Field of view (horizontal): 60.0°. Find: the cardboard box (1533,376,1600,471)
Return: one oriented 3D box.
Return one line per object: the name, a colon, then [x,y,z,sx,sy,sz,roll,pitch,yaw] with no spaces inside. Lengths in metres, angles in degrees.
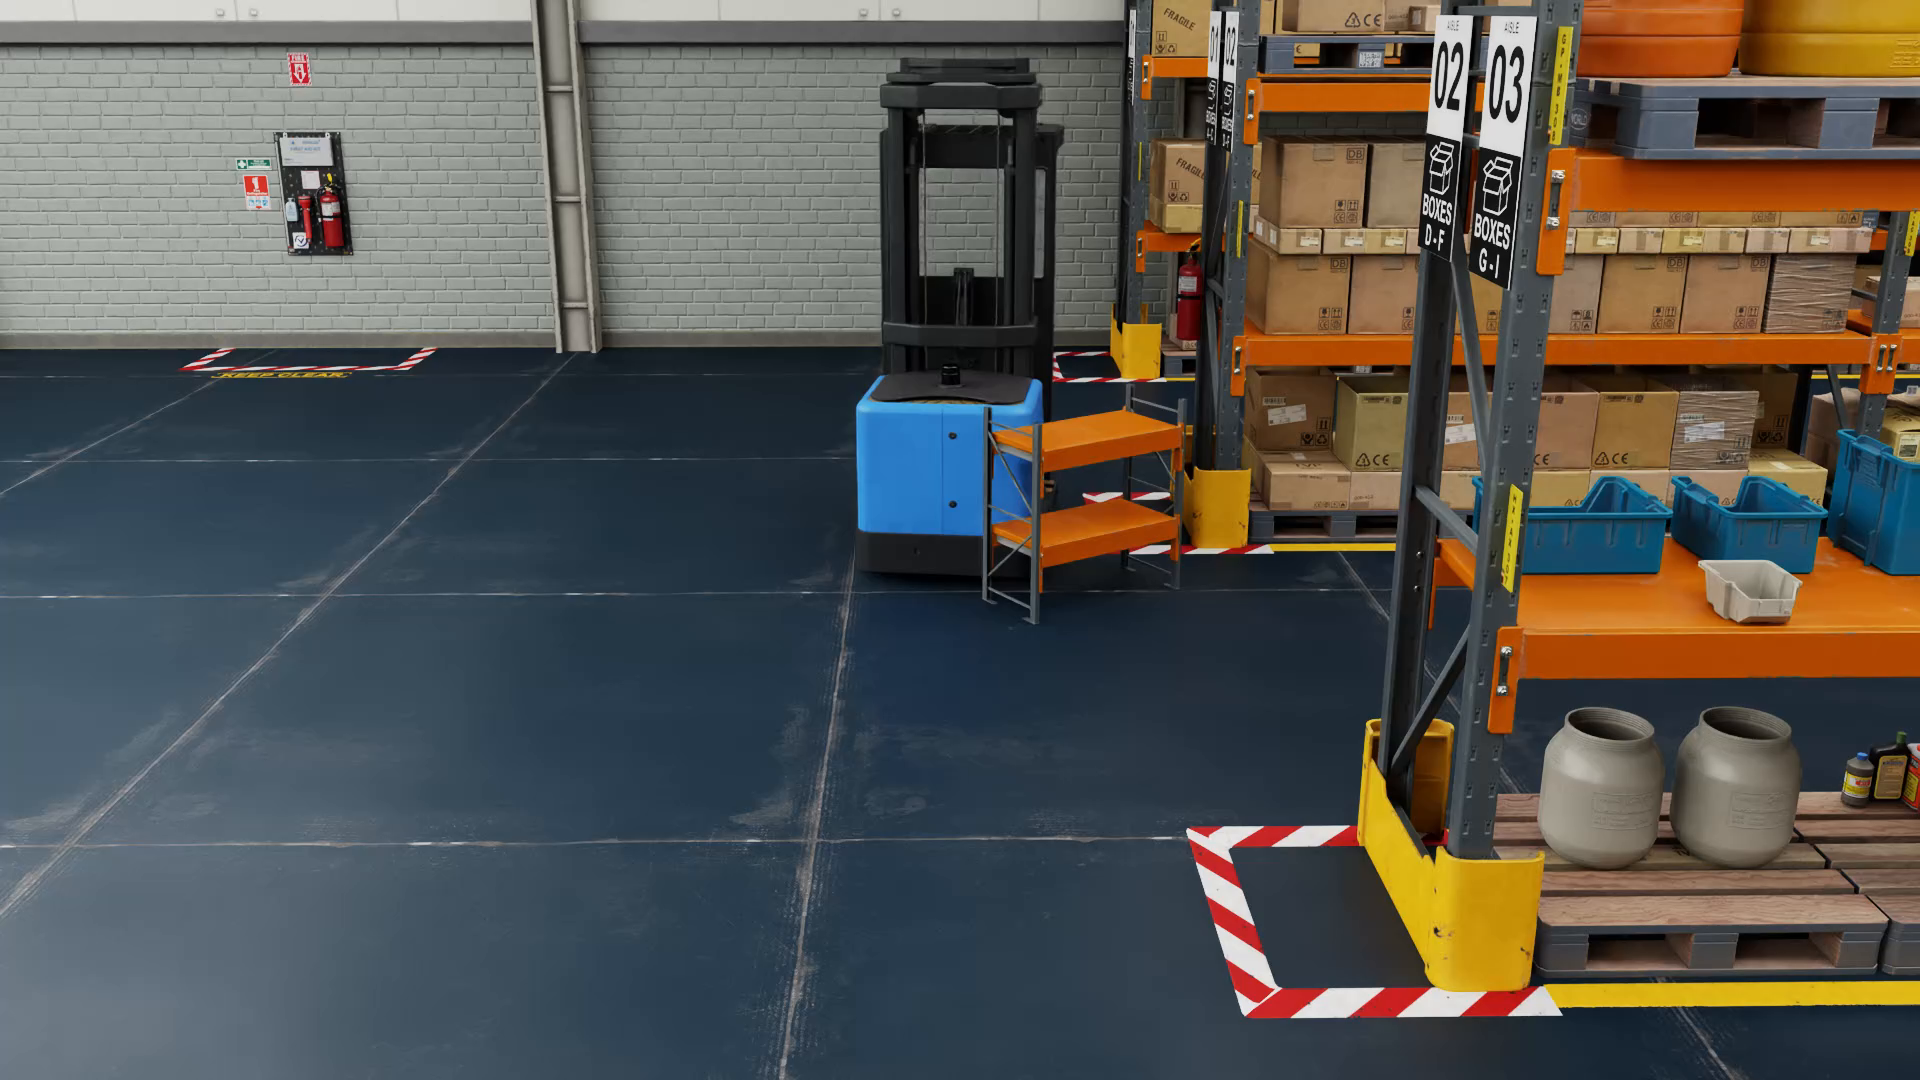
cardboard box: [3.685,-0.743,10.539,0.500,0.500,0.500,0,18,-1]

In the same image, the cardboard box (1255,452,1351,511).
cardboard box: [2.186,-0.379,10.633,0.500,0.250,0.500,0,18,-1]

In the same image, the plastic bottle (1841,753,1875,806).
plastic bottle: [3.550,0.939,6.570,0.097,0.201,0.097,0,18,0]

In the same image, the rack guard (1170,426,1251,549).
rack guard: [1.622,-0.364,10.863,0.348,0.500,1.175,0,18,-1]

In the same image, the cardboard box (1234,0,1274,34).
cardboard box: [2.440,-4.469,14.462,0.500,0.500,0.500,1,18,3]

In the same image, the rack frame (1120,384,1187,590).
rack frame: [1.121,-0.311,9.677,0.032,1.125,0.500,-12,21,-32]

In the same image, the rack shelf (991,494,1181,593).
rack shelf: [0.701,0.009,9.479,1.000,0.278,0.538,-12,21,-32]

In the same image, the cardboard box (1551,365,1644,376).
cardboard box: [4.177,-0.910,11.058,0.500,0.500,0.500,0,18,-1]

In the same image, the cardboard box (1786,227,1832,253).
cardboard box: [5.130,-1.862,10.217,0.250,0.149,0.380,-1,18,-2]

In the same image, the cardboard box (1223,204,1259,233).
cardboard box: [2.576,-2.917,14.944,0.500,0.250,0.500,-1,18,-3]

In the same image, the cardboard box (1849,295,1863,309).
cardboard box: [8.327,-2.138,15.675,0.500,0.500,0.700,0,18,-1]

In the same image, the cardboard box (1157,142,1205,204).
cardboard box: [2.046,-3.273,14.824,0.500,0.500,0.500,0,18,-1]

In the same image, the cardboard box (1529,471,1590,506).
cardboard box: [3.685,-0.386,10.654,0.500,0.250,0.500,0,18,-1]

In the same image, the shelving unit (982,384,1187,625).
shelving unit: [0.701,-0.224,9.404,1.048,1.125,0.538,-12,21,-32]

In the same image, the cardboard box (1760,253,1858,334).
cardboard box: [5.202,-1.617,10.513,0.500,0.500,0.700,-1,18,-2]

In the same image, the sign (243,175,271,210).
sign: [-6.775,-3.351,16.025,0.234,0.329,0.001,0,18,-1]

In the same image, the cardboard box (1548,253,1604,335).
cardboard box: [3.661,-1.608,10.487,0.500,0.500,0.700,0,18,1]

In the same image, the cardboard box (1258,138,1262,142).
cardboard box: [2.535,-3.429,15.310,0.500,0.500,0.500,0,18,0]

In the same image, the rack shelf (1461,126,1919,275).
rack shelf: [3.720,-1.136,5.447,4.000,0.370,1.077,0,18,-1]

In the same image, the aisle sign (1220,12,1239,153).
aisle sign: [1.585,-2.698,9.791,0.004,0.787,0.394,0,18,-1]

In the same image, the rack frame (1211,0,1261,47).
rack frame: [1.646,-4.411,9.565,0.127,3.000,1.000,0,18,-1]

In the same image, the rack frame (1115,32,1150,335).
rack frame: [1.564,-3.067,15.197,0.127,3.000,1.000,0,18,-1]

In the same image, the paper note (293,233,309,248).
paper note: [-6.399,-2.906,16.138,0.142,0.148,0.016,0,18,-1]

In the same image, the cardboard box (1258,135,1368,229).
cardboard box: [2.166,-2.218,10.263,0.500,0.500,0.700,0,18,-1]

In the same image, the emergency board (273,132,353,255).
emergency board: [-6.221,-3.305,15.940,0.643,1.169,0.194,0,18,-1]

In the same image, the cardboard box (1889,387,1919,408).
cardboard box: [6.566,-0.825,11.104,0.500,0.311,0.500,0,18,1]

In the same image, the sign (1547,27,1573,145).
sign: [1.725,-1.306,4.782,0.005,0.325,0.100,0,18,-1]

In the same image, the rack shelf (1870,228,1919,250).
rack shelf: [7.563,-2.753,15.397,4.000,0.370,1.077,0,18,-1]

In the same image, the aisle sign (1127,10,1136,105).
aisle sign: [1.497,-4.213,14.514,0.004,0.787,0.394,0,18,-1]

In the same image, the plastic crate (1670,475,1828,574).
plastic crate: [2.866,-0.065,6.084,0.408,0.251,0.499,0,18,-1]

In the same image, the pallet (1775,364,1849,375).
pallet: [7.565,-1.769,15.718,1.213,0.211,1.003,0,18,-1]

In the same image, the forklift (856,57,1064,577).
forklift: [0.080,-1.585,10.690,1.130,2.935,3.031,2,18,7]

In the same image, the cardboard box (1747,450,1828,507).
cardboard box: [5.185,-0.395,10.682,0.500,0.250,0.500,0,18,-1]

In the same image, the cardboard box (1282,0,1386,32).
cardboard box: [2.221,-3.300,9.926,0.637,0.503,0.797,1,18,3]

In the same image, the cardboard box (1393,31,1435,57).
cardboard box: [4.003,-4.481,14.498,0.500,0.500,0.500,-1,18,-3]

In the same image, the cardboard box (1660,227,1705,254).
cardboard box: [4.359,-1.859,10.205,0.250,0.149,0.380,0,18,-1]

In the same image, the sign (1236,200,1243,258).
sign: [1.649,-1.834,9.808,0.005,0.325,0.100,0,18,-1]

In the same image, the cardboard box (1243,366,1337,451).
cardboard box: [2.177,-0.895,11.014,0.500,0.500,0.500,0,18,-1]

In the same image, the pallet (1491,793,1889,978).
pallet: [2.608,1.270,6.244,1.213,0.211,1.003,0,18,-1]

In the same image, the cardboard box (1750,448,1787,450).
cardboard box: [5.177,-0.554,11.179,0.500,0.250,0.500,0,18,-1]

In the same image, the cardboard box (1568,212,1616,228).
cardboard box: [3.696,-2.227,10.292,0.500,0.500,0.700,0,18,-1]

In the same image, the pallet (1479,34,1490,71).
pallet: [3.576,-2.942,10.044,1.213,0.211,1.003,0,18,-1]

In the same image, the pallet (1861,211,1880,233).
pallet: [7.584,-2.992,15.278,1.213,0.211,1.003,0,18,-1]

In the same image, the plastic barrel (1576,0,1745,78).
plastic barrel: [2.204,-1.915,5.305,0.708,0.830,0.600,0,18,-1]

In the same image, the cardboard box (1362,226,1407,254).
cardboard box: [2.555,-1.849,10.177,0.250,0.149,0.380,0,18,-1]

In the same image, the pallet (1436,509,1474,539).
pallet: [3.627,-0.248,10.974,1.213,0.211,1.003,0,18,-1]

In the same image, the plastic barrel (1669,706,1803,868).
plastic barrel: [2.878,0.915,6.171,0.421,0.512,0.421,0,18,0]

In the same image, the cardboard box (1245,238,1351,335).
cardboard box: [2.113,-1.600,10.461,0.500,0.500,0.700,0,18,-1]

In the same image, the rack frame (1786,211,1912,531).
rack frame: [5.645,-1.573,10.541,0.127,3.000,1.000,0,18,-1]

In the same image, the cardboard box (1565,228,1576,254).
cardboard box: [3.579,-1.854,10.190,0.250,0.149,0.380,0,18,0]

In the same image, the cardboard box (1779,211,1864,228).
cardboard box: [5.202,-2.235,10.315,0.500,0.500,0.700,0,18,-1]
